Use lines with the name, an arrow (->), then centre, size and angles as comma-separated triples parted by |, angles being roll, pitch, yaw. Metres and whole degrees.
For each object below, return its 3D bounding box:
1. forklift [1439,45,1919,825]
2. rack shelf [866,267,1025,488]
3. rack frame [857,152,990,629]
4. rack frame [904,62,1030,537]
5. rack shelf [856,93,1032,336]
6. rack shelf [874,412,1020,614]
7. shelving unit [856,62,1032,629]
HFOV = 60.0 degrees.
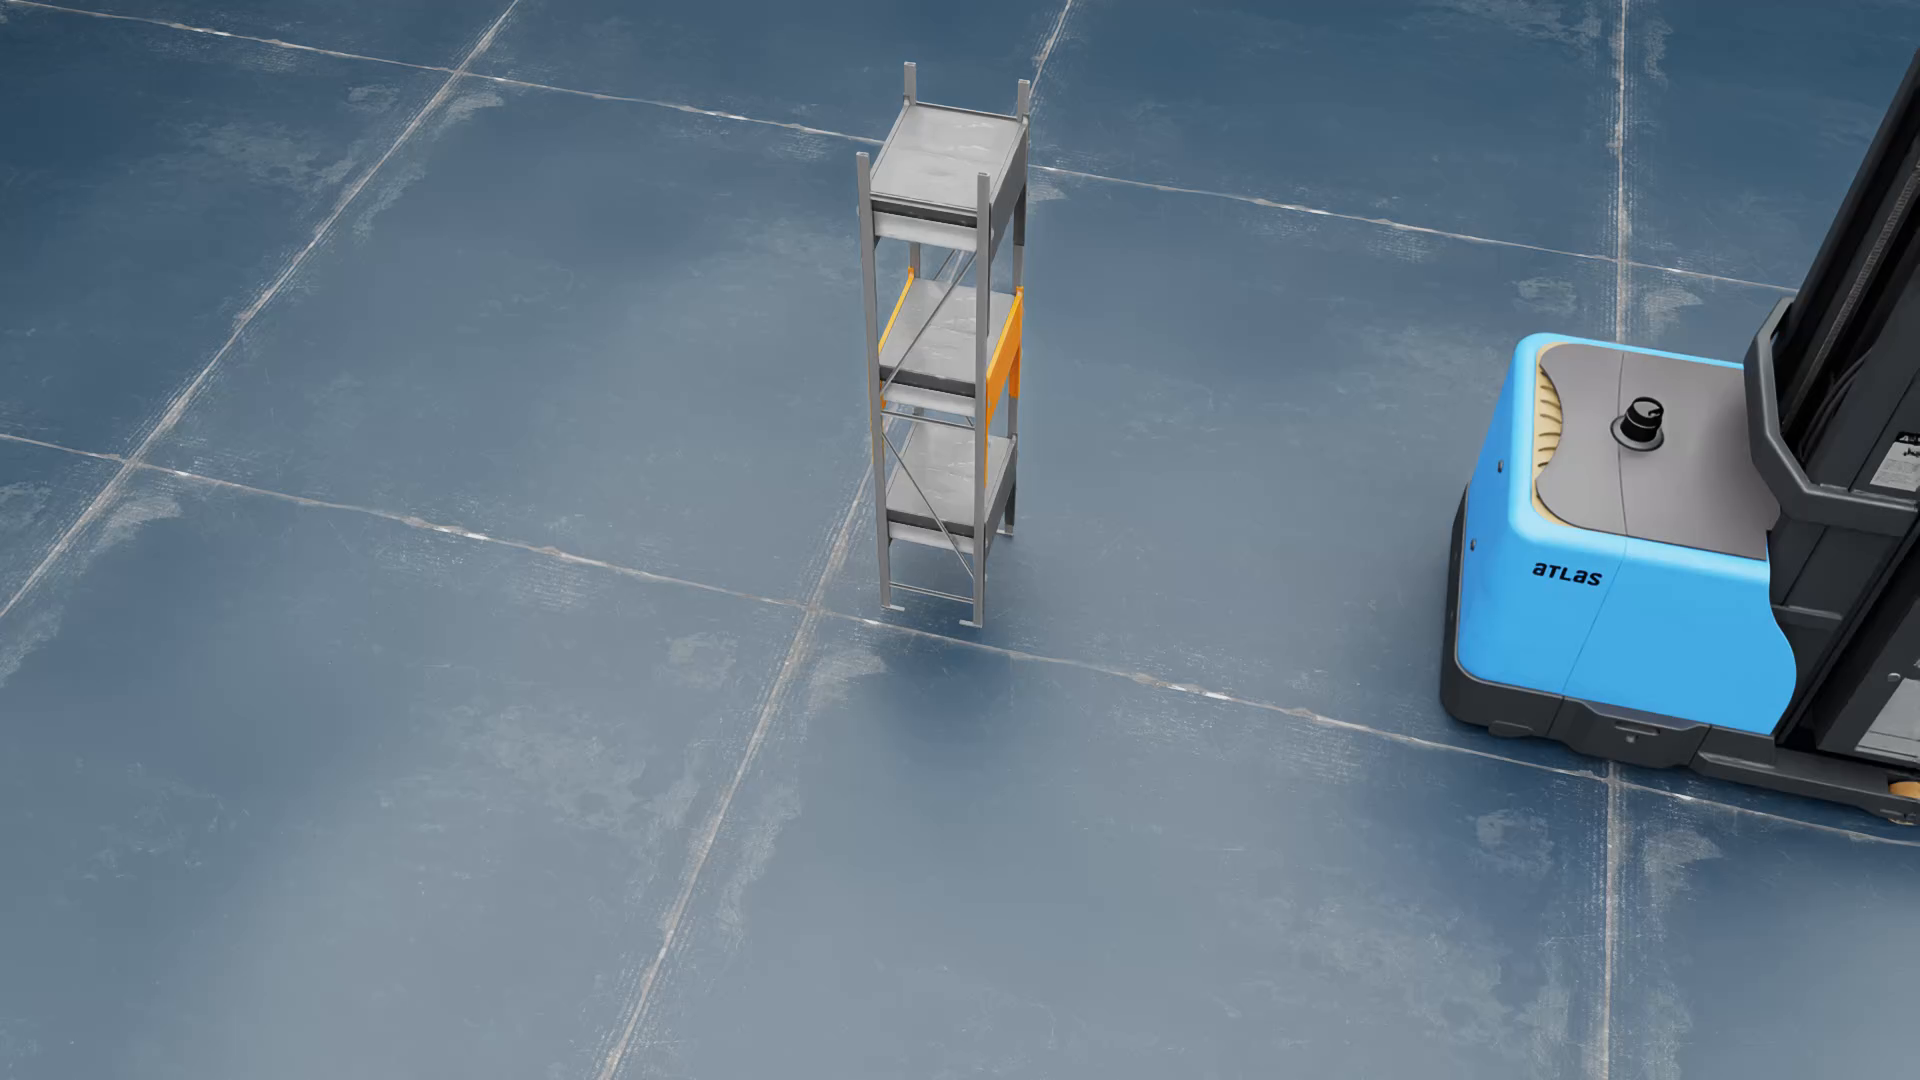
forklift -> 3.324, -0.386, 5.055 | 3.031, 2.935, 1.130 | 11, 49, 9
rack shelf -> -0.044, -0.566, 5.786 | 0.431, 0.518, 0.480 | 12, 50, 10
rack frame -> -0.108, -0.399, 5.620 | 0.400, 2.100, 0.015 | 12, 50, 10
rack frame -> 0.021, -0.752, 5.932 | 0.400, 2.100, 0.015 | 12, 50, 10
rack shelf -> -0.044, -1.029, 5.261 | 0.431, 0.518, 0.480 | 12, 50, 10
rack shelf -> -0.044, -0.103, 6.311 | 0.431, 0.518, 0.480 | 12, 50, 10
shelving unit -> -0.044, -0.575, 5.776 | 0.431, 2.100, 0.503 | 12, 50, 10
